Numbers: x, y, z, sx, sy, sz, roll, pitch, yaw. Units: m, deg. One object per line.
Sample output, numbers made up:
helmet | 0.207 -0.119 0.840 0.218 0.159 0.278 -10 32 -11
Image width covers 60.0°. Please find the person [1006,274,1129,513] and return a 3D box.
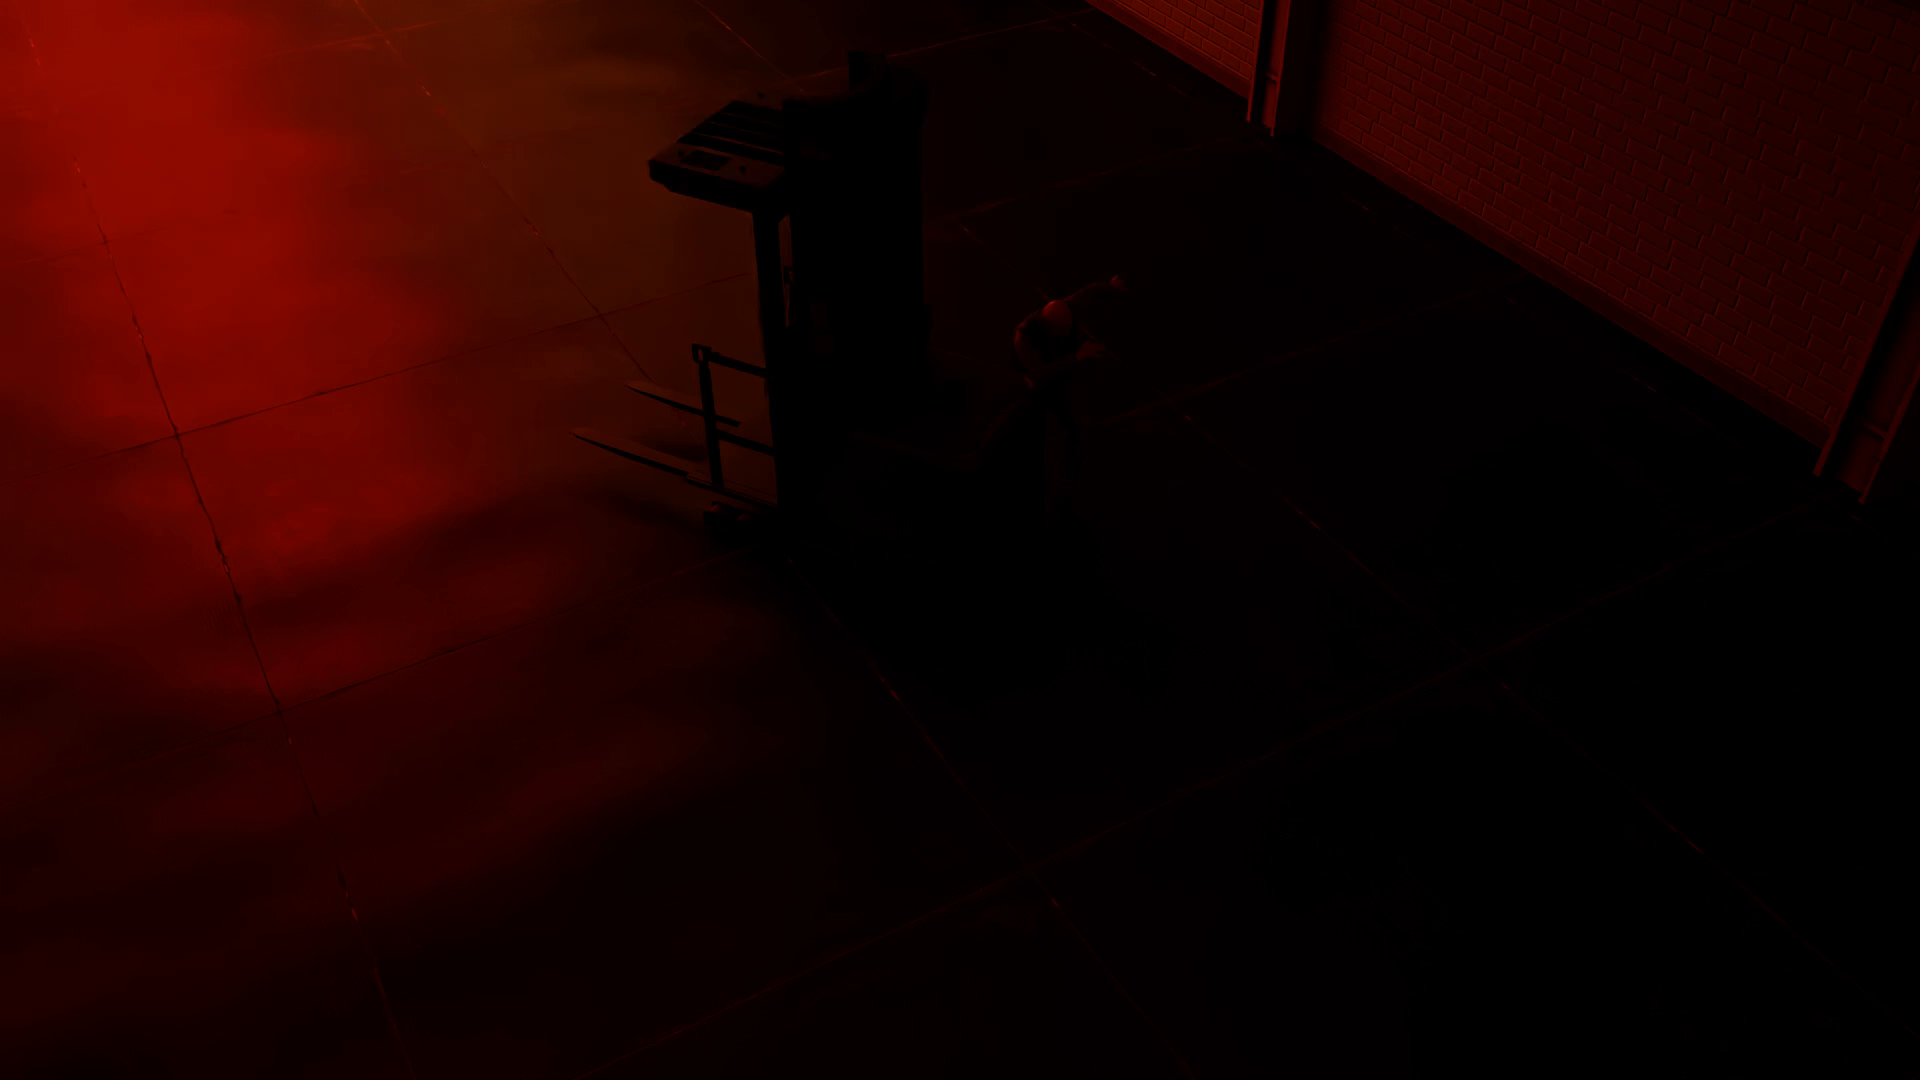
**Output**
person | 0.719 -0.960 10.432 1.278 1.406 0.839 -21 44 -23

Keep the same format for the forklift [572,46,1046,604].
forklift | -1.027 -1.408 9.733 3.031 2.935 1.130 18 43 20
